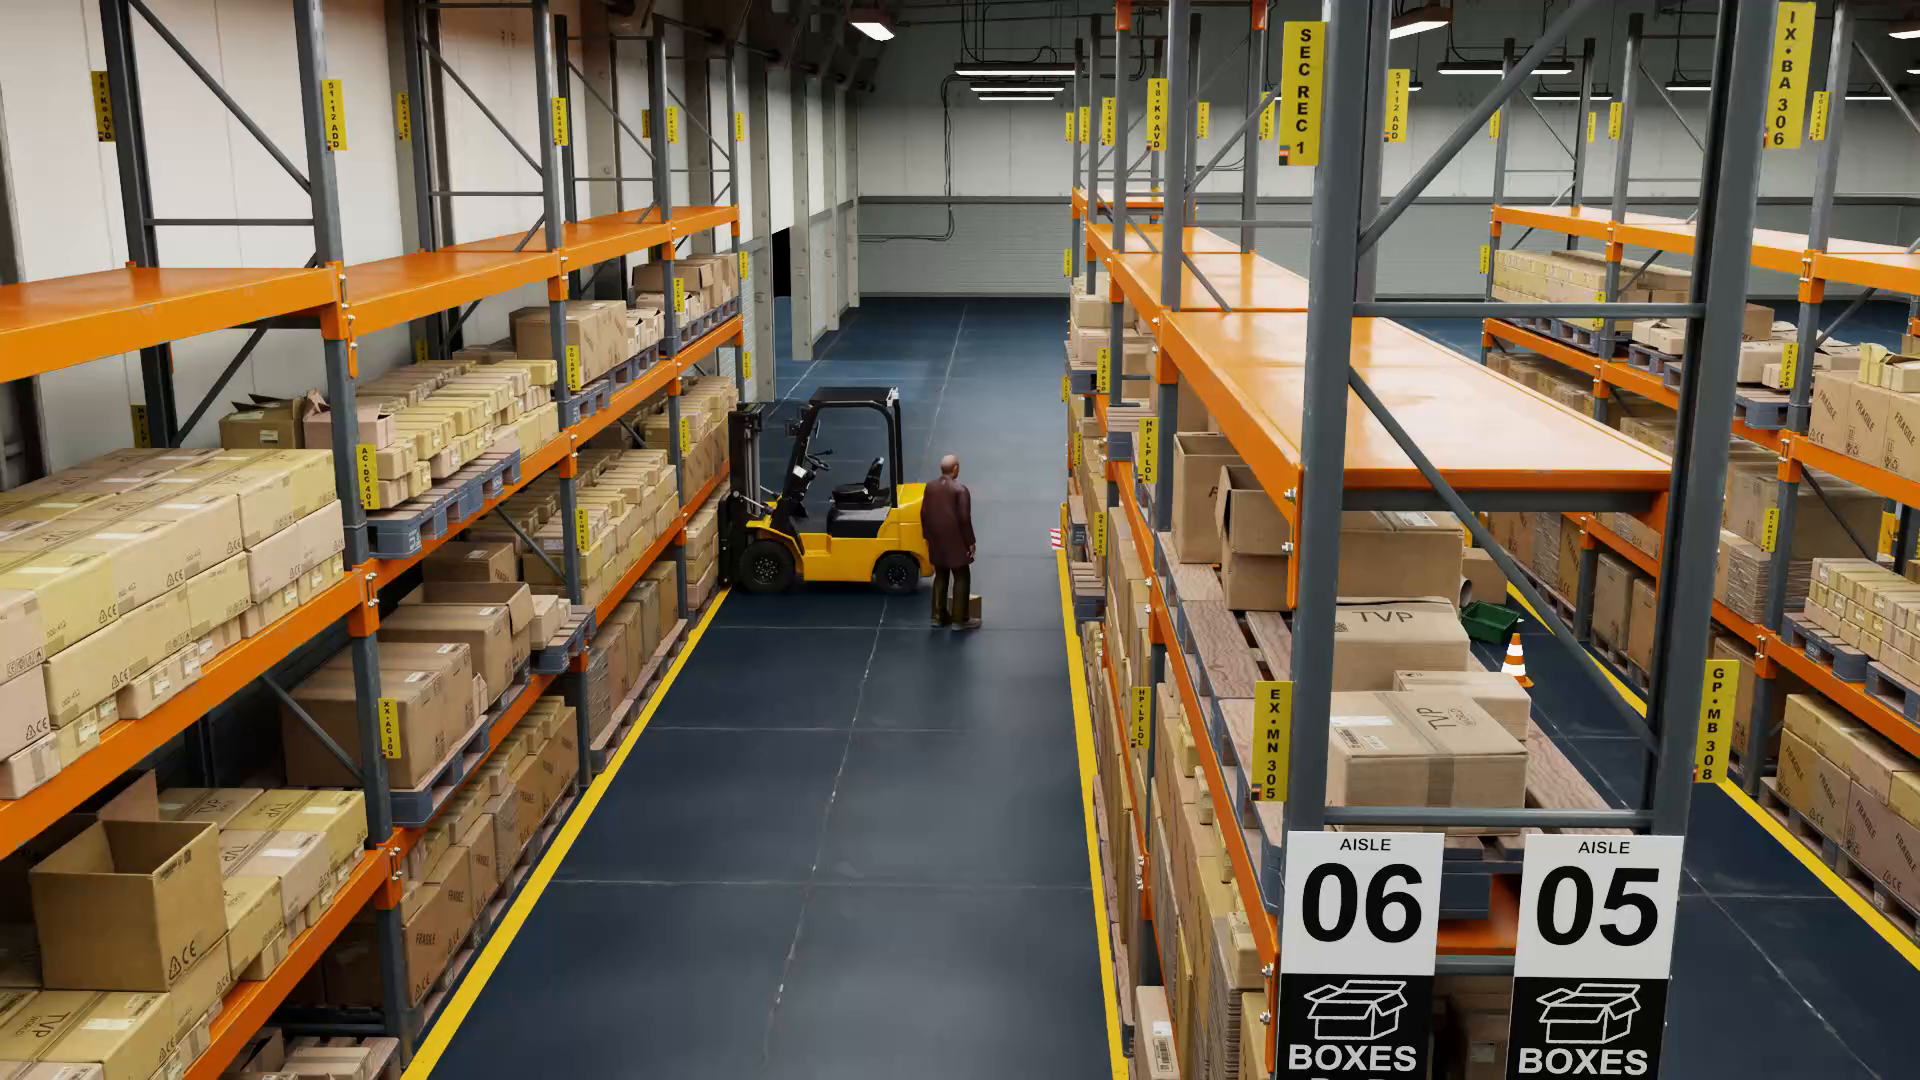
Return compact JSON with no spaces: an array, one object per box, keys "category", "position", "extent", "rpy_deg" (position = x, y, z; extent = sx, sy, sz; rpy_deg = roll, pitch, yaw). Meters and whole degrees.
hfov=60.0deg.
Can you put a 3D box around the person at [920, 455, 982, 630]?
[{"category":"person","position":[-0.115,0.014,16.973],"extent":[0.652,1.773,0.426],"rpy_deg":[10,17,35]}]
